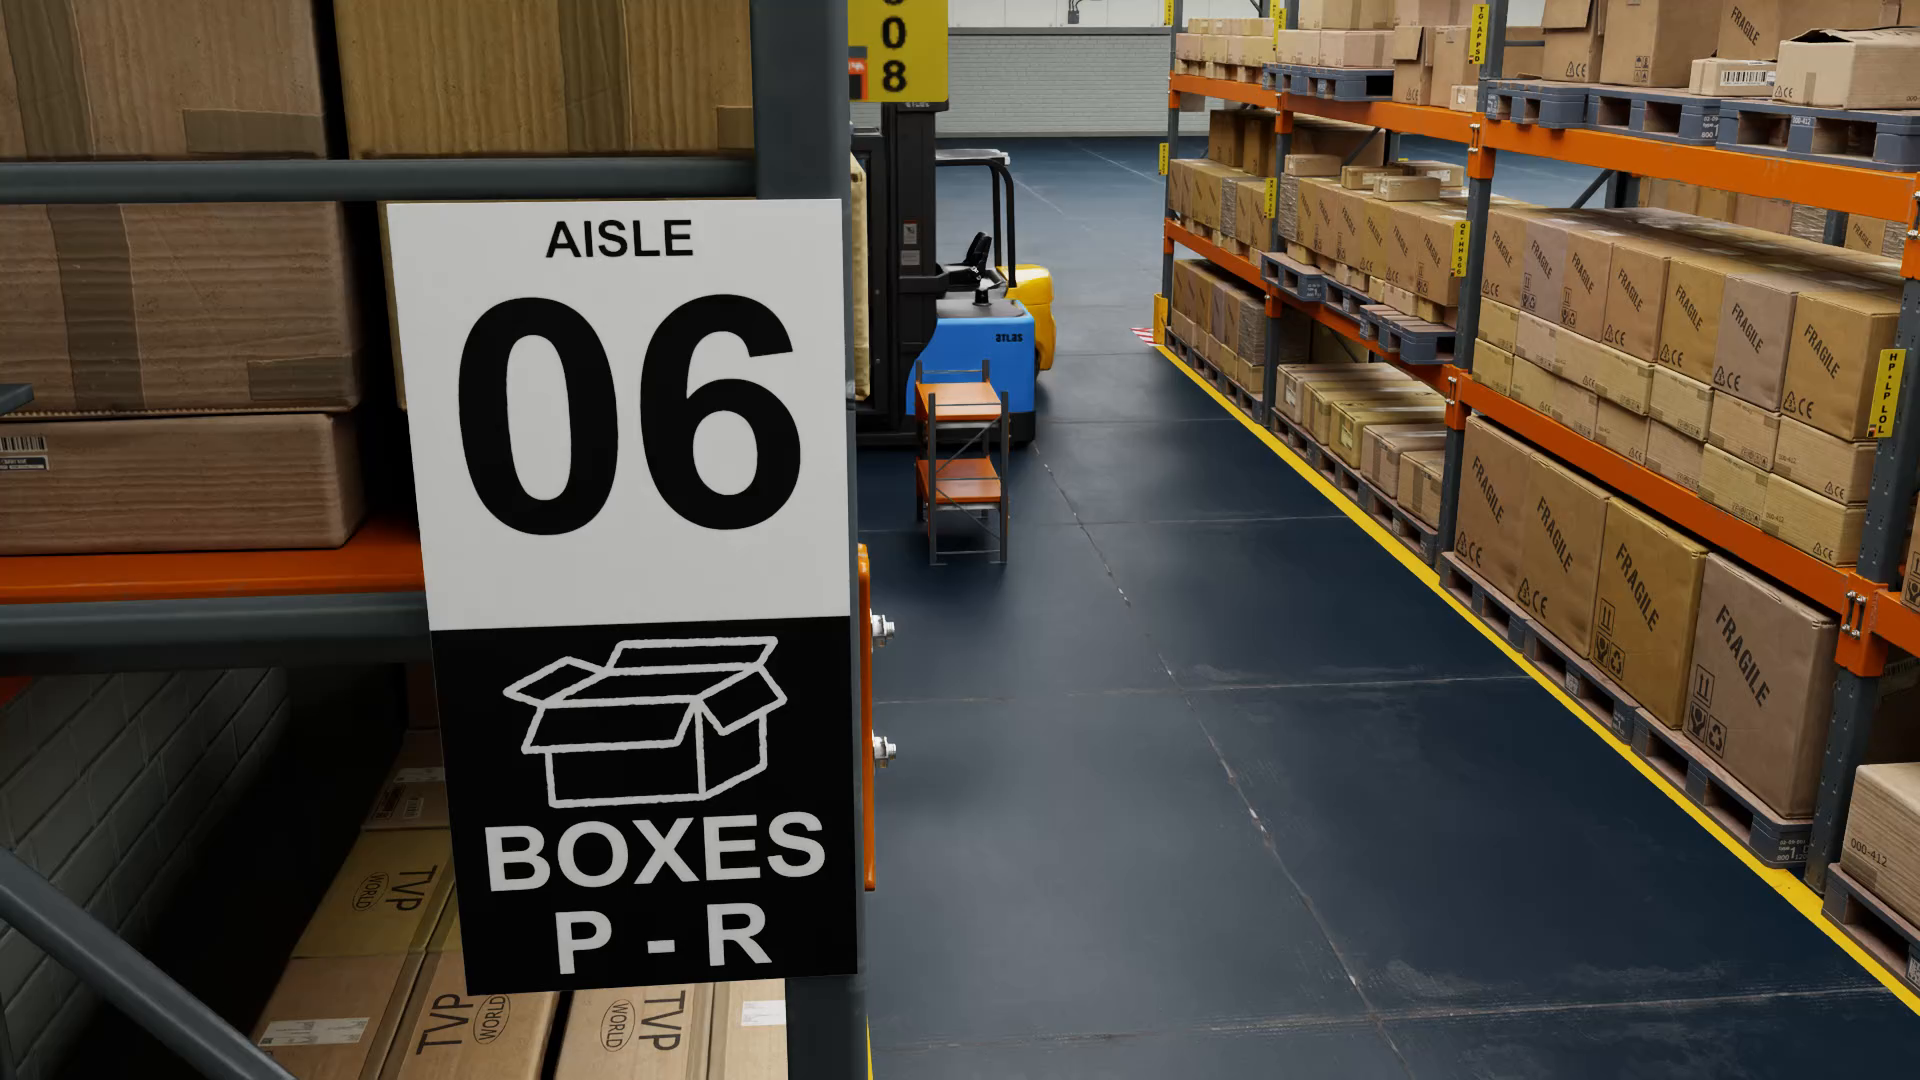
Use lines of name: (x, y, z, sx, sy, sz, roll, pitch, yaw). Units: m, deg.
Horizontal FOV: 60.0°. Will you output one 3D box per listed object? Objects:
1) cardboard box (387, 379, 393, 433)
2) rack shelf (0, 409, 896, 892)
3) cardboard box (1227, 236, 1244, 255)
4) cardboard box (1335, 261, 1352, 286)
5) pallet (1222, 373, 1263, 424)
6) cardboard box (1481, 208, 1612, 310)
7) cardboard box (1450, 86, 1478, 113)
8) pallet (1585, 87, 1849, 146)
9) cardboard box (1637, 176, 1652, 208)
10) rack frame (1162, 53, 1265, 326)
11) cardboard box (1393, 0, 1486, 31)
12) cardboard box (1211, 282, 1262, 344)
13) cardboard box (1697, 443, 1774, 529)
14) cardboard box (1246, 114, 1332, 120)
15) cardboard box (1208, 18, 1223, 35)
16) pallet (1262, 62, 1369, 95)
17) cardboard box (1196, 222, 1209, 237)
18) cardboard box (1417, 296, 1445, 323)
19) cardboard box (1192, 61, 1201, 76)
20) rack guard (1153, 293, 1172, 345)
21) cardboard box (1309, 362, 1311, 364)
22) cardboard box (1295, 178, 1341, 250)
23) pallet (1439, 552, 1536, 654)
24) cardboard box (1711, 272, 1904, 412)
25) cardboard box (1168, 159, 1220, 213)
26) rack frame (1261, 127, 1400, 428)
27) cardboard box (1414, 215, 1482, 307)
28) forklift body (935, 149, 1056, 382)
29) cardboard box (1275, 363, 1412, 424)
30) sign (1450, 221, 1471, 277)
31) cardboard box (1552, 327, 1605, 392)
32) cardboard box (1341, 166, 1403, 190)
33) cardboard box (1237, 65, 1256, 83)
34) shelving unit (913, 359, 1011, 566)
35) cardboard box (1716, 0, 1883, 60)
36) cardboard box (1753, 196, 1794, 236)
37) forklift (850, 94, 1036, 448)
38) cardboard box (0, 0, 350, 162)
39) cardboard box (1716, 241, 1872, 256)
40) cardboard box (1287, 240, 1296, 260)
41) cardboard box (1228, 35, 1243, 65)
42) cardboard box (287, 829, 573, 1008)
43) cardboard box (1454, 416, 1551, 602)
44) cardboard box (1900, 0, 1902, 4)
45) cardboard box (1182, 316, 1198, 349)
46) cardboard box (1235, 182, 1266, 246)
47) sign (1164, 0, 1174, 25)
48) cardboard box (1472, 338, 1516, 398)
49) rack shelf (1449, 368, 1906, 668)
cardboard box: (-0.952, -0.169, 2.120, 0.380, 0.149, 0.250, -1, 17, -5)
rack shelf: (-0.807, -0.377, 3.562, 1.077, 0.370, 4.000, -2, 18, -6)
cardboard box: (2.654, -2.692, 15.162, 0.380, 0.149, 0.250, -2, 18, -6)
cardboard box: (2.948, -1.939, 12.065, 0.380, 0.149, 0.250, -1, 17, -4)
pallet: (2.994, -1.291, 14.937, 1.003, 0.211, 1.213, -2, 18, -6)
cardboard box: (3.319, -1.601, 9.433, 0.500, 0.500, 0.500, -2, 18, -7)
cardboard box: (3.236, -2.703, 10.192, 0.380, 0.149, 0.250, -2, 18, -6)
pallet: (3.748, -2.049, 8.002, 1.003, 0.211, 1.213, -1, 17, -3)
cardboard box: (7.682, -3.760, 17.895, 0.875, 0.550, 0.550, -2, 18, -6)
rack frame: (2.686, -3.614, 17.682, 1.000, 3.000, 0.127, -2, 18, -6)
cardboard box: (3.412, -3.749, 11.818, 0.500, 0.250, 0.500, -1, 17, -5)
cardboard box: (2.662, -2.140, 15.624, 0.500, 0.500, 0.500, -1, 17, -3)
cardboard box: (3.575, -0.245, 7.201, 0.500, 0.250, 0.500, -2, 18, -6)
cardboard box: (3.155, -3.836, 16.054, 0.700, 0.500, 0.500, -2, 18, -6)
cardboard box: (2.544, -4.815, 15.585, 0.380, 0.149, 0.250, -1, 17, -4)
pallet: (3.056, -3.577, 12.868, 1.213, 0.211, 1.003, -2, 18, -6)
cardboard box: (2.542, -3.077, 16.391, 0.380, 0.149, 0.250, -1, 17, -4)
cardboard box: (3.143, -1.479, 10.600, 0.380, 0.149, 0.250, -2, 17, -5)
cardboard box: (2.506, -4.661, 16.428, 0.380, 0.149, 0.250, -1, 17, -4)
rack guard: (2.694, -2.399, 17.984, 1.175, 0.500, 0.348, -2, 18, -6)
cardboard box: (3.306, -1.495, 14.821, 0.500, 0.250, 0.500, -3, 18, -8)
cardboard box: (2.914, -2.515, 12.815, 0.500, 0.500, 0.500, -2, 18, -5)
pallet: (3.517, 0.337, 9.752, 1.003, 0.211, 1.213, -2, 18, -6)
cardboard box: (3.567, -0.843, 7.019, 0.500, 0.500, 0.500, -1, 17, -5)
cardboard box: (2.459, -3.654, 17.145, 0.500, 0.500, 0.500, -2, 18, -6)
rack frame: (3.098, -2.423, 13.886, 1.000, 3.000, 0.127, -2, 18, -6)
cardboard box: (3.188, -1.748, 10.371, 0.500, 0.500, 0.500, -2, 18, -7)
forklift body: (-0.241, -2.546, 15.697, 2.313, 2.155, 1.214, -2, 18, -6)
cardboard box: (3.155, -1.213, 13.719, 0.950, 0.372, 0.625, -2, 17, -5)
sign: (2.972, -1.726, 9.866, 0.100, 0.325, 0.005, -2, 18, -6)
cardboard box: (3.409, -0.936, 8.567, 0.500, 0.250, 0.500, -2, 18, -6)
cardboard box: (3.010, -2.651, 12.164, 0.380, 0.149, 0.250, -1, 17, -3)
cardboard box: (2.670, -4.126, 14.722, 0.380, 0.149, 0.250, -1, 17, -4)
shelving unit: (0.001, -0.535, 11.002, 0.538, 1.125, 1.048, -2, 18, -6)
cardboard box: (3.981, -2.394, 7.919, 0.500, 0.500, 0.500, -2, 18, -5)
cardboard box: (7.882, -2.950, 15.315, 0.875, 0.550, 0.550, -2, 18, -6)
forklift: (-0.934, -2.249, 13.447, 3.031, 2.935, 1.130, -2, 18, -5)
cardboard box: (-0.924, -0.557, 1.854, 0.500, 0.250, 0.500, -2, 18, -7)
cardboard box: (3.975, -1.158, 8.021, 0.500, 0.500, 0.500, -2, 18, -7)
cardboard box: (2.841, -2.329, 13.305, 0.380, 0.149, 0.250, -2, 17, -5)
cardboard box: (2.694, -4.350, 14.772, 0.500, 0.250, 0.500, -2, 18, -7)
cardboard box: (-1.011, 0.807, 3.354, 0.500, 0.250, 0.500, -1, 17, -4)
cardboard box: (3.500, -0.209, 9.682, 0.875, 0.875, 0.875, -2, 18, -6)
cardboard box: (8.312, -4.664, 14.239, 0.380, 0.149, 0.250, -2, 18, -5)
cardboard box: (2.539, -2.102, 16.753, 0.500, 0.250, 0.500, -1, 17, -4)
cardboard box: (2.745, -2.890, 14.711, 0.500, 0.500, 0.500, -1, 17, -4)
sign: (2.146, -5.446, 17.048, 0.100, 0.325, 0.005, -2, 18, -6)
cardboard box: (3.311, -1.006, 9.623, 0.500, 0.250, 0.500, -2, 18, -7)
rack shelf: (3.717, -0.292, 8.300, 1.077, 0.370, 4.000, -2, 18, -6)
